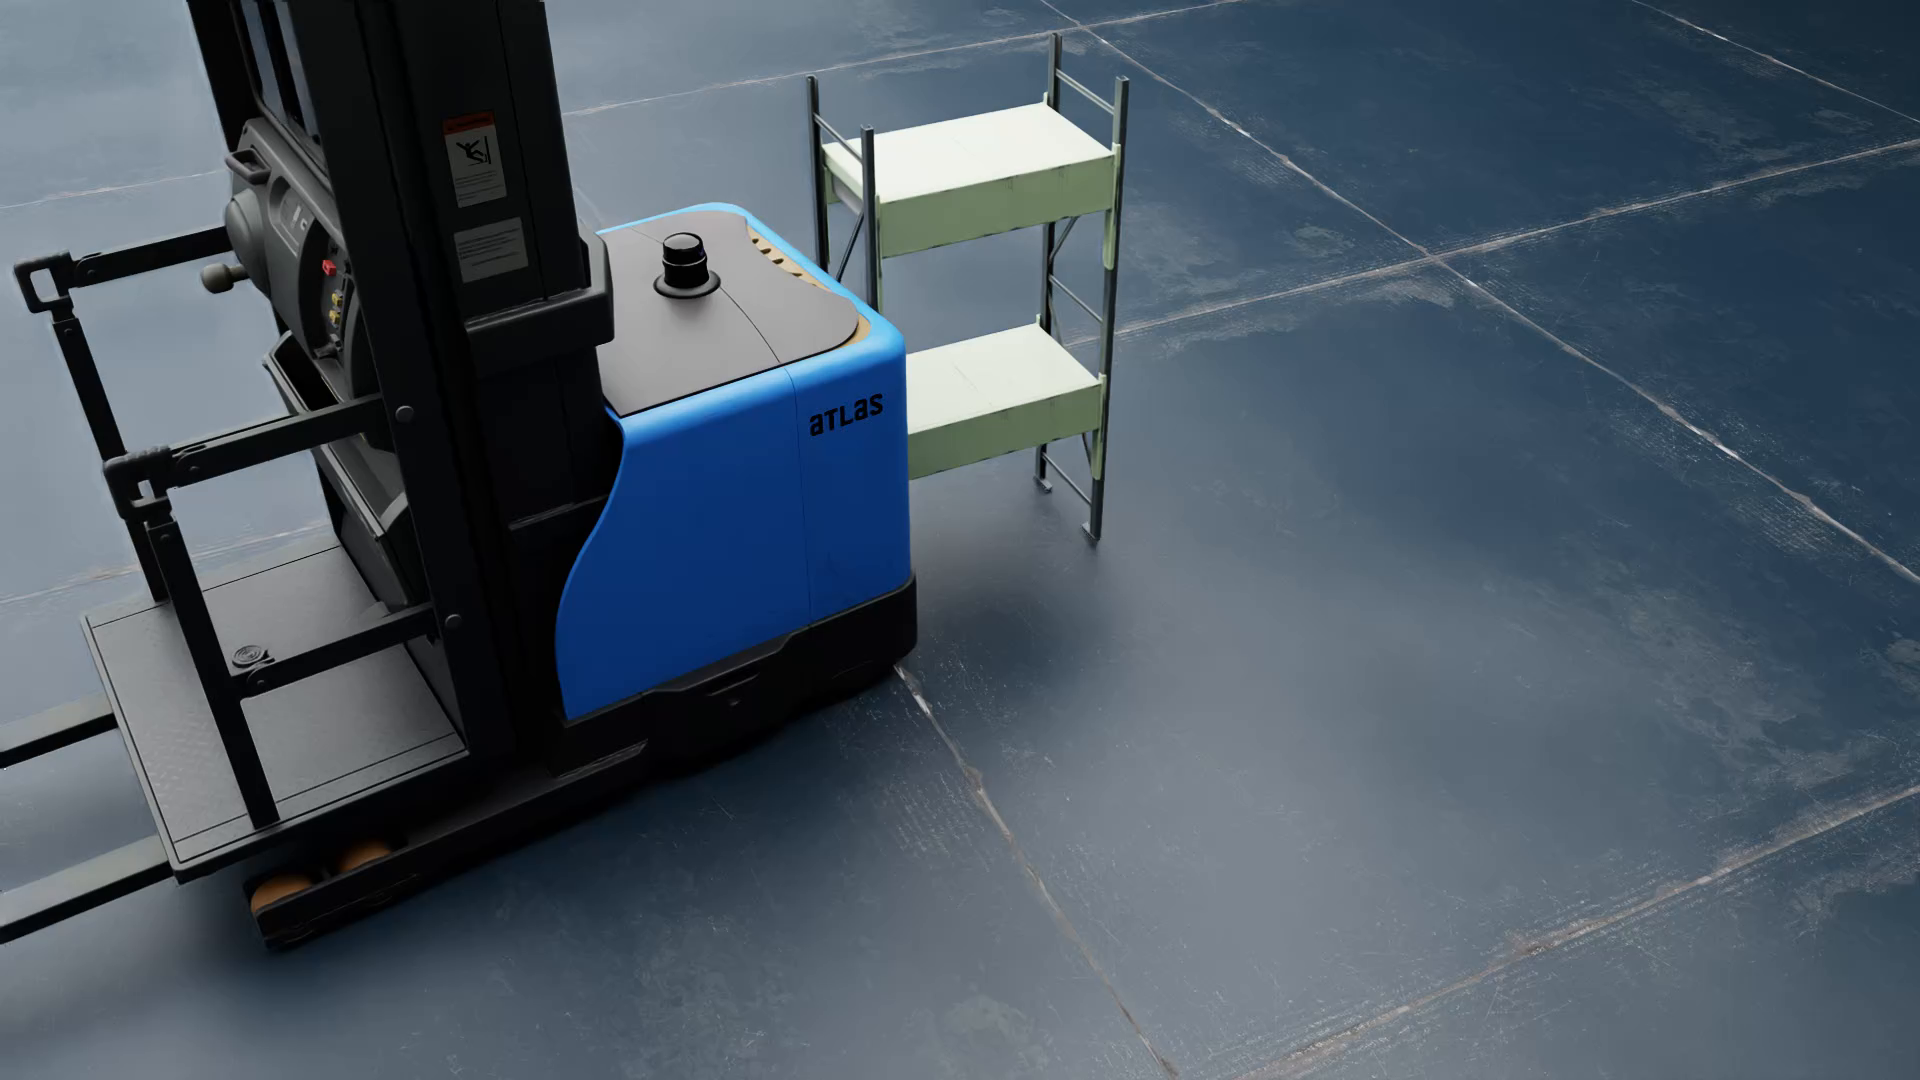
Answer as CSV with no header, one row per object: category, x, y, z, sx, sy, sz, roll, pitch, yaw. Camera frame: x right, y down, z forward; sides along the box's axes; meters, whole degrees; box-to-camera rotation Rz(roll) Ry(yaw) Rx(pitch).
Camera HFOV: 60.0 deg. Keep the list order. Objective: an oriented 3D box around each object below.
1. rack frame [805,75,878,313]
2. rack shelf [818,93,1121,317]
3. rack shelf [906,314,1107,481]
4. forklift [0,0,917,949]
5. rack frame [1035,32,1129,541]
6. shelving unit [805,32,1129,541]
rack frame,-0.310,-0.516,4.686,0.023,1.500,0.400,-16,40,-21
rack shelf,0.018,-0.925,4.583,0.720,0.370,0.431,-16,40,-21
rack shelf,0.018,-0.350,5.010,0.720,0.370,0.431,-16,40,-21
forklift,-1.633,-0.582,3.574,3.031,2.935,1.130,-22,42,-26
rack frame,0.347,-0.708,4.946,0.023,1.500,0.400,-16,40,-21
shelving unit,0.018,-0.612,4.816,0.755,1.500,0.431,-16,40,-21
